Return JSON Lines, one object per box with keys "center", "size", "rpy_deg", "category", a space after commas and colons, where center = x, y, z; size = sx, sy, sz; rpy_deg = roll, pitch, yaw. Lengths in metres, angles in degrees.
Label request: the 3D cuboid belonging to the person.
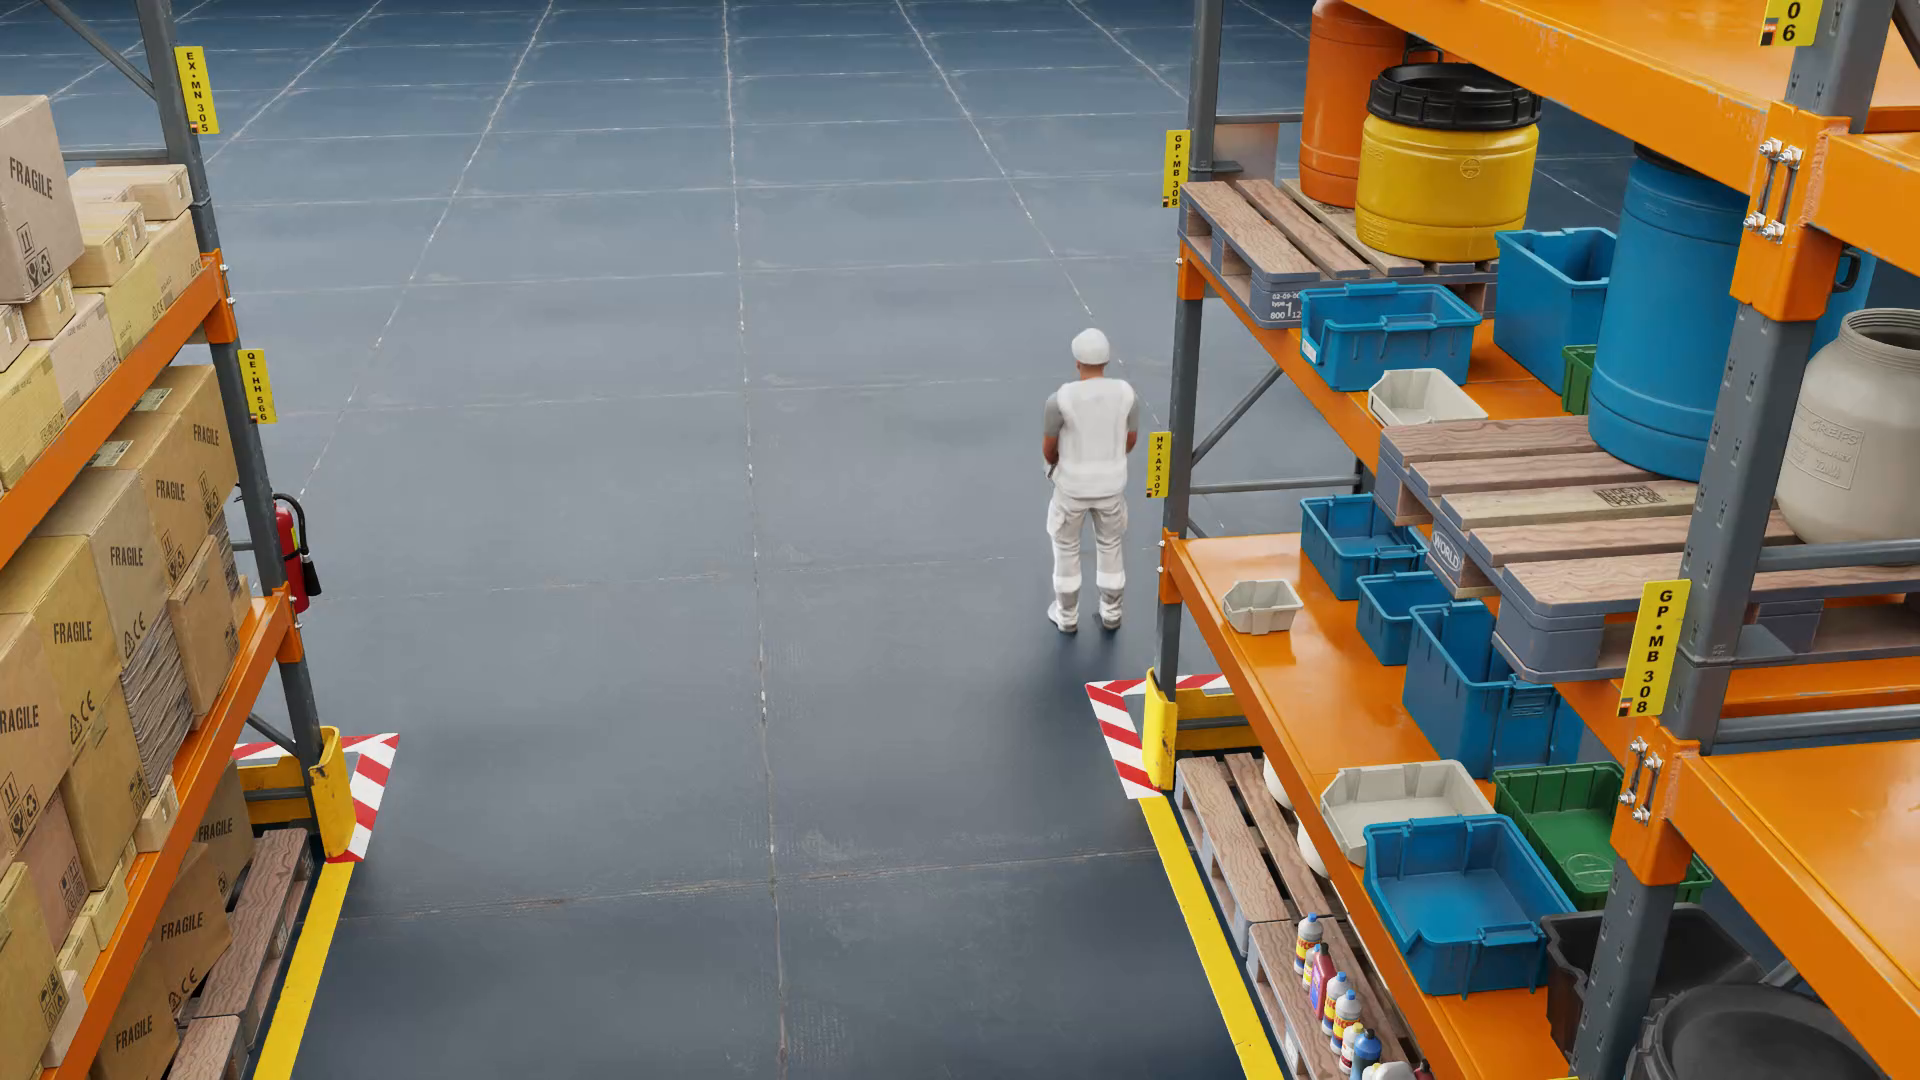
{"center": [0.701, -0.332, 9.240], "size": [0.533, 1.793, 0.474], "rpy_deg": [-4, 27, -8], "category": "person"}
